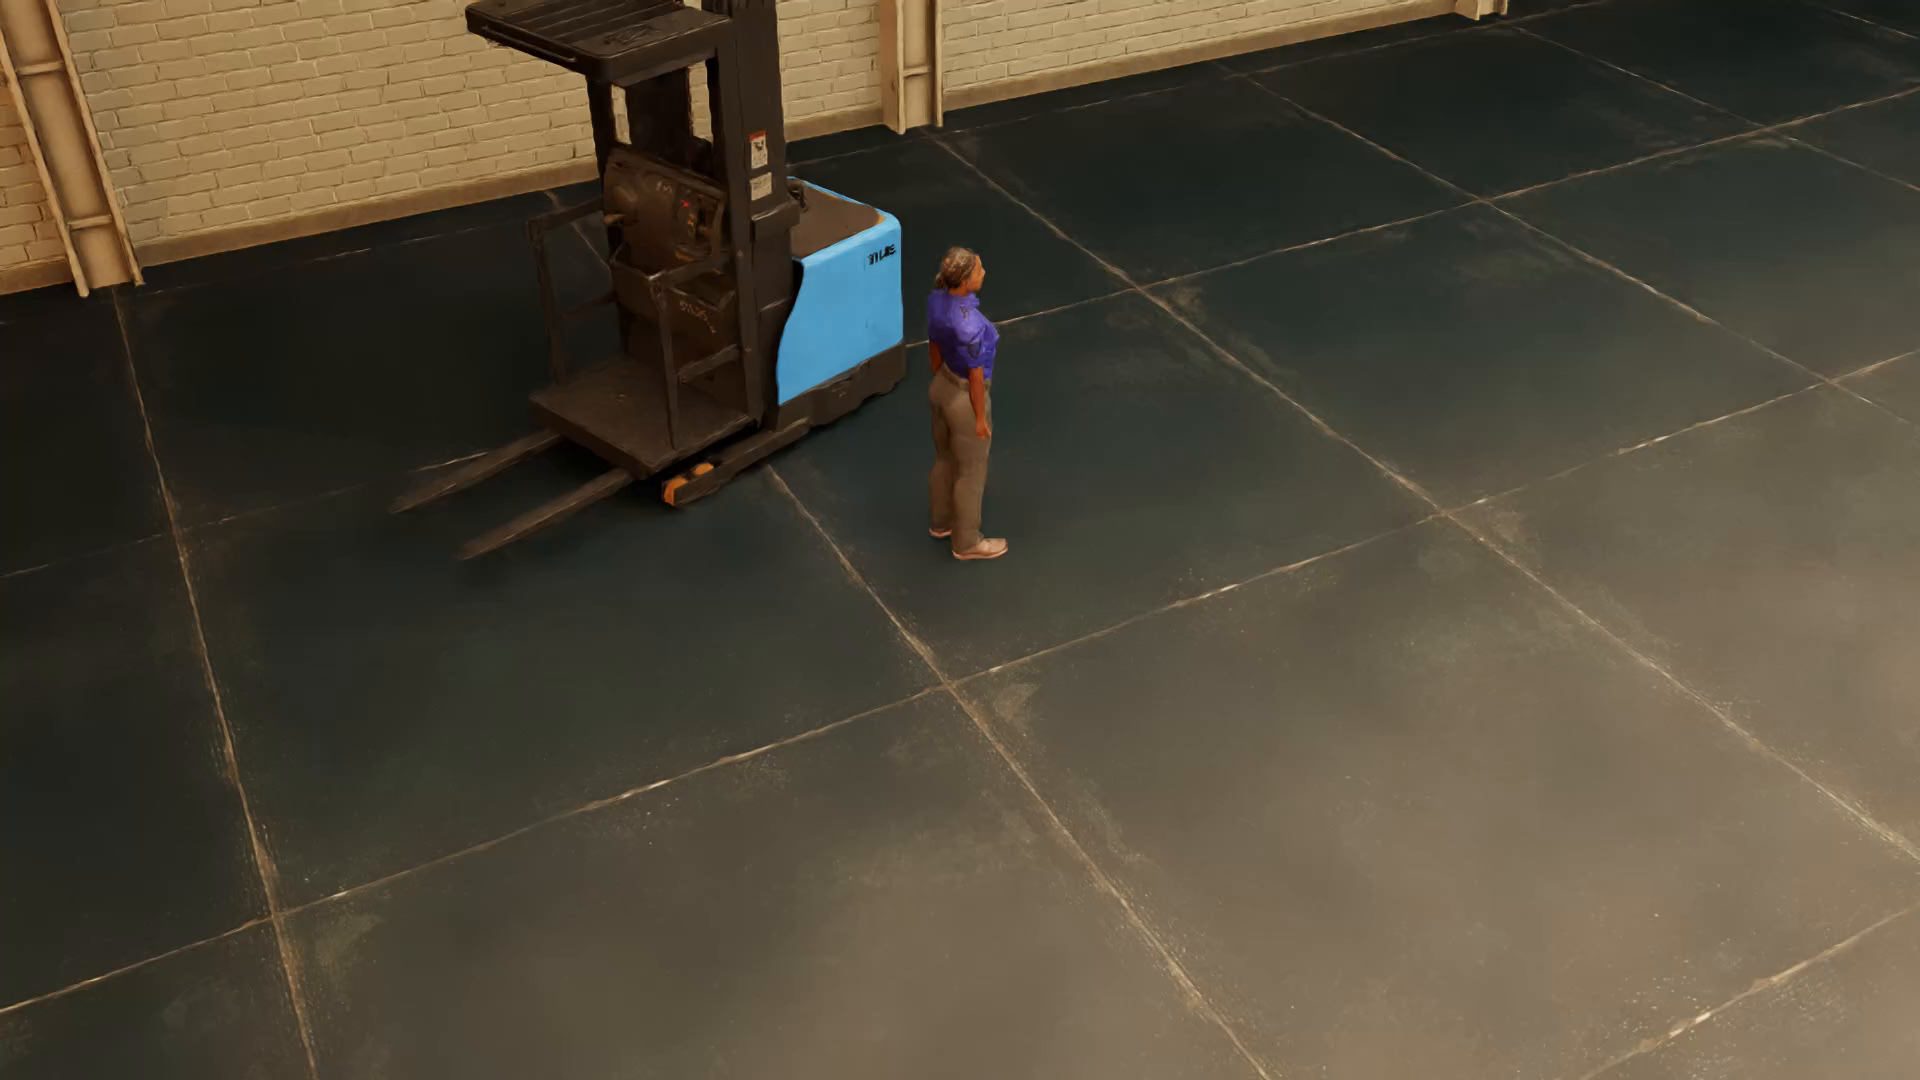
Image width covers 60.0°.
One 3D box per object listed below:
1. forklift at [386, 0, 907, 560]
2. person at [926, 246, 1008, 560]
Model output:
[{"bbox_3d":[-1.678,-1.696,8.522,1.130,2.935,3.031,27,44,33],"label":"forklift"},{"bbox_3d":[0.024,-0.679,8.188,0.320,1.662,0.446,-17,39,-23],"label":"person"}]
